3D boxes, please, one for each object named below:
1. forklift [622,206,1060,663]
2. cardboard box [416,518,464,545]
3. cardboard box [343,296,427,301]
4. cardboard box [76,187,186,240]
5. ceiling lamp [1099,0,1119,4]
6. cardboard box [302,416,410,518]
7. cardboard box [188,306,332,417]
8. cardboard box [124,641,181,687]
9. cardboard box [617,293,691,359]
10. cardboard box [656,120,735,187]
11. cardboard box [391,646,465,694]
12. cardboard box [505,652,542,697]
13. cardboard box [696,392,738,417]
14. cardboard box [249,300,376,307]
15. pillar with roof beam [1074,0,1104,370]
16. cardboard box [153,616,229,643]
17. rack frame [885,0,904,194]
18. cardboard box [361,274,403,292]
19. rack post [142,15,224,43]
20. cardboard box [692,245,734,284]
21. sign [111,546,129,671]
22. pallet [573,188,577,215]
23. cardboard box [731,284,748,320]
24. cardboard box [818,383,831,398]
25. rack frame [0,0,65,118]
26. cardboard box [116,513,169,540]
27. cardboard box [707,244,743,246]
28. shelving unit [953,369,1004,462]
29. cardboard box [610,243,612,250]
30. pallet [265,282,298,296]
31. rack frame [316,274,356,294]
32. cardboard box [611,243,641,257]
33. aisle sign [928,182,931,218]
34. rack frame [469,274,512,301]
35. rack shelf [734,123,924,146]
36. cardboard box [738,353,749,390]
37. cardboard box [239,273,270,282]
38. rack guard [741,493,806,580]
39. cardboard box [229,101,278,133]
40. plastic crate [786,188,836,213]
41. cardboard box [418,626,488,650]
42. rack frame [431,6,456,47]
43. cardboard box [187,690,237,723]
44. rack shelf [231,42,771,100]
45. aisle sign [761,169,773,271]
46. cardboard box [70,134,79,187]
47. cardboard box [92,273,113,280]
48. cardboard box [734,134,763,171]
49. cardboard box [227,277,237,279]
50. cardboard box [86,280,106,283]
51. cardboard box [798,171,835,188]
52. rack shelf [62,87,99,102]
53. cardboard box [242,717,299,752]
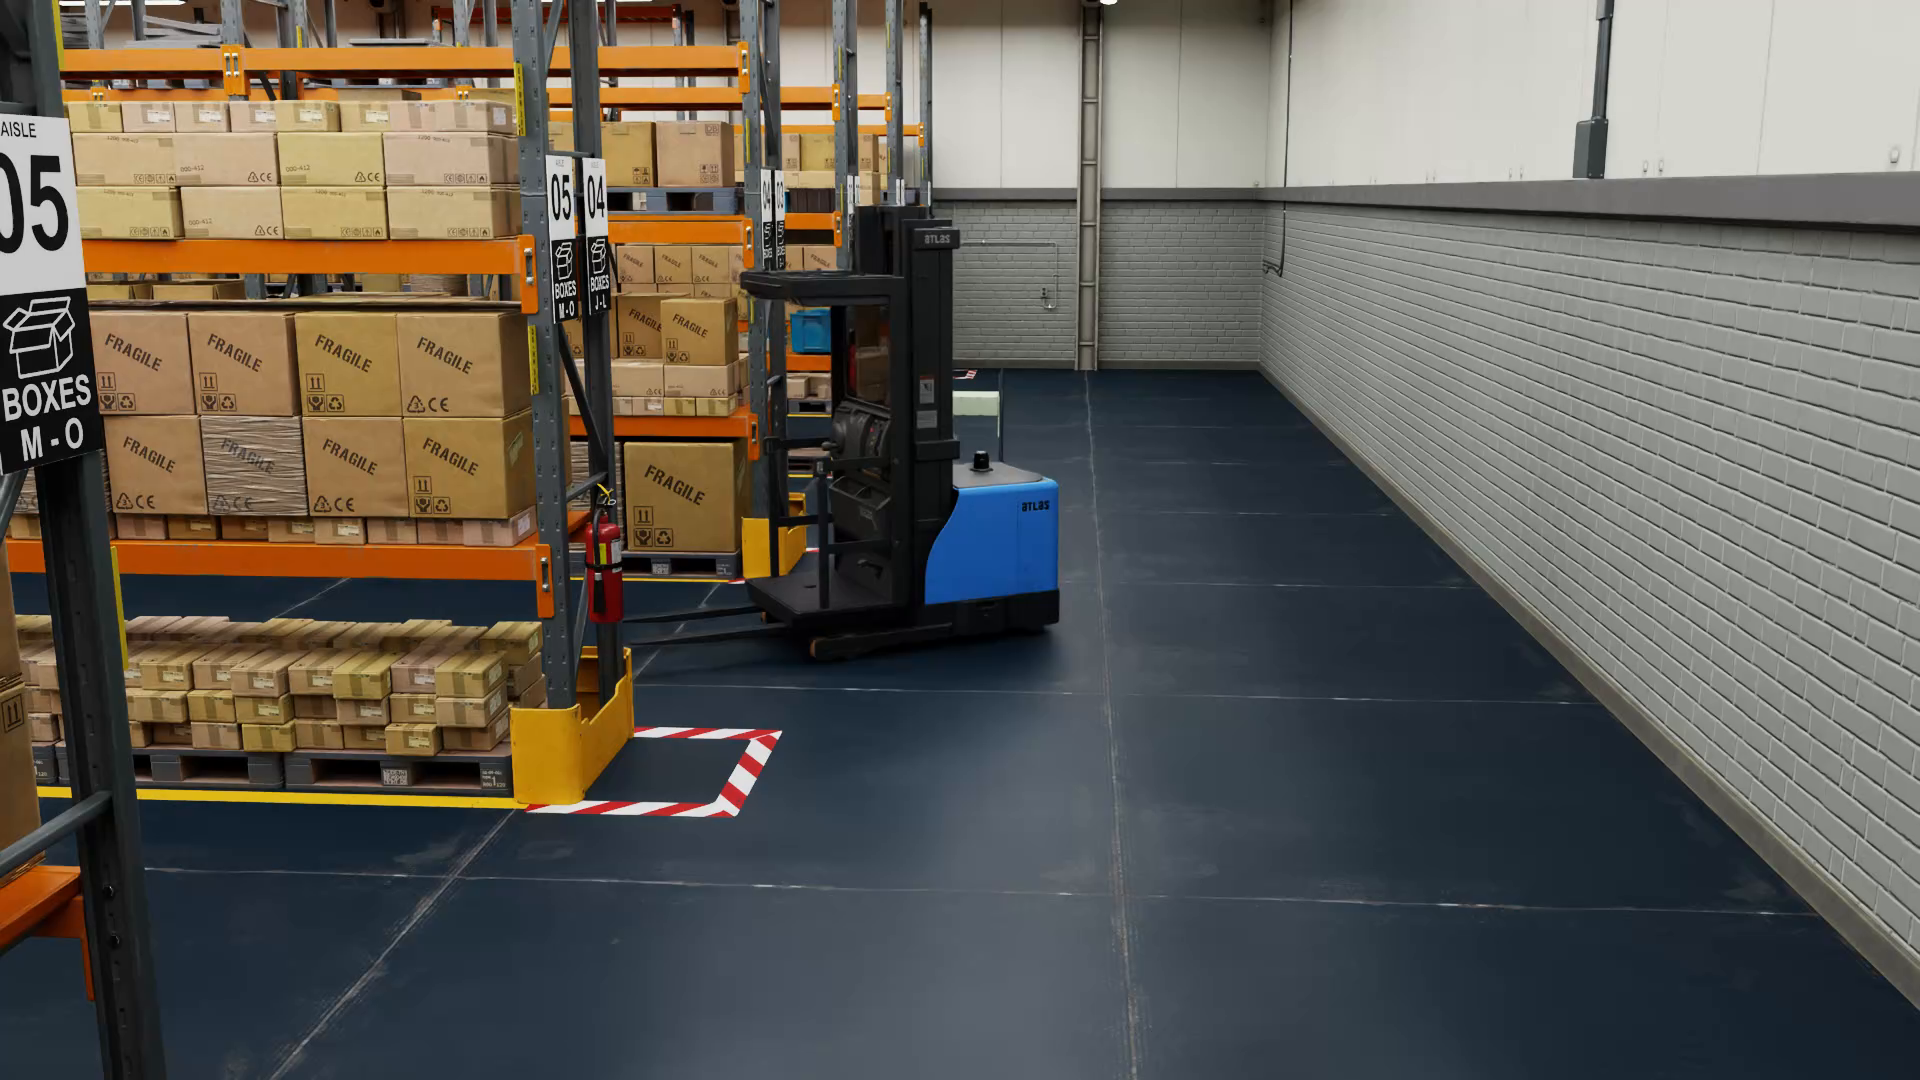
[{"bbox_3d":[-0.858,-0.752,11.204,3.031,2.935,1.130,-6,13,-25],"label":"forklift"},{"bbox_3d":[-2.572,-0.086,8.469,0.250,0.149,0.380,1,12,4],"label":"cardboard box"},{"bbox_3d":[-4.590,-1.690,13.331,0.500,0.500,0.500,1,12,4],"label":"cardboard box"},{"bbox_3d":[-3.989,-1.617,8.212,0.500,0.250,0.500,1,12,6],"label":"cardboard box"},{"bbox_3d":[1.952,-9.540,24.141,0.800,3.185,2.000,1,12,4],"label":"ceiling lamp"},{"bbox_3d":[-2.961,-0.408,8.421,0.500,0.500,0.500,1,12,3],"label":"cardboard box"},{"bbox_3d":[-3.481,-0.903,8.347,0.500,0.500,0.500,1,12,7],"label":"cardboard box"},{"bbox_3d":[-4.329,0.655,8.797,0.250,0.149,0.380,0,12,1],"label":"cardboard box"},{"bbox_3d":[-2.510,-1.771,13.718,0.500,0.500,0.500,0,12,2],"label":"cardboard box"},{"bbox_3d":[-2.073,-3.031,13.093,0.500,0.500,0.700,0,12,0],"label":"cardboard box"},{"bbox_3d":[-2.774,0.676,8.692,0.250,0.149,0.380,1,12,5],"label":"cardboard box"},{"bbox_3d":[-2.488,0.733,9.148,0.250,0.149,0.380,1,12,6],"label":"cardboard box"},{"bbox_3d":[-1.927,-1.078,13.210,0.250,0.149,0.380,1,12,5],"label":"cardboard box"},{"bbox_3d":[-3.434,-1.013,8.873,0.500,0.500,0.500,1,12,2],"label":"cardboard box"},{"bbox_3d":[1.907,-6.496,23.844,0.548,9.000,9.100,1,12,4],"label":"pillar with roof beam"},{"bbox_3d":[-4.295,0.547,9.312,0.250,0.149,0.380,0,12,2],"label":"cardboard box"},{"bbox_3d":[-0.884,-6.224,22.542,0.127,3.000,1.000,1,12,4],"label":"rack frame"},{"bbox_3d":[-8.231,-3.666,23.696,0.500,0.500,0.700,-3,12,-15],"label":"cardboard box"},{"bbox_3d":[-8.417,-5.583,18.220,0.986,0.289,0.624,1,12,4],"label":"rack post"},{"bbox_3d":[-3.396,-3.802,22.933,0.500,0.500,0.500,0,12,2],"label":"cardboard box"},{"bbox_3d":[-2.169,0.185,4.249,0.005,0.325,0.100,1,12,4],"label":"sign"},{"bbox_3d":[-3.512,-2.712,13.300,1.213,0.211,1.003,1,12,4],"label":"pallet"},{"bbox_3d":[-2.868,-3.308,23.012,0.500,0.500,0.500,1,12,3],"label":"cardboard box"},{"bbox_3d":[-1.841,-2.097,23.311,0.250,0.166,0.380,1,12,4],"label":"cardboard box"},{"bbox_3d":[-2.212,-2.175,3.190,0.127,3.000,1.000,1,12,4],"label":"rack frame"},{"bbox_3d":[-4.125,-0.110,8.583,0.250,0.149,0.380,1,12,6],"label":"cardboard box"},{"bbox_3d":[-3.339,-3.913,23.461,0.500,0.500,0.500,1,12,4],"label":"cardboard box"},{"bbox_3d":[-0.007,-0.734,14.615,0.755,1.500,0.431,1,12,4],"label":"shelving unit"},{"bbox_3d":[-6.050,-4.895,27.994,0.500,0.250,0.500,1,12,5],"label":"cardboard box"},{"bbox_3d":[-11.777,-4.329,28.607,1.213,0.211,1.003,1,12,4],"label":"pallet"},{"bbox_3d":[-8.867,-3.397,23.680,0.127,3.000,1.000,1,12,4],"label":"rack frame"},{"bbox_3d":[-5.541,-4.888,27.961,0.500,0.250,0.500,1,12,5],"label":"cardboard box"},{"bbox_3d":[-0.505,-5.509,27.431,0.004,0.787,0.394,1,12,4],"label":"aisle sign"},{"bbox_3d":[-5.210,-2.330,18.581,0.127,3.000,1.000,1,12,4],"label":"rack frame"},{"bbox_3d":[-2.553,-6.715,27.626,4.000,0.370,1.077,1,12,4],"label":"rack shelf"},{"bbox_3d":[-2.011,-1.397,13.762,0.500,0.250,0.500,0,12,2],"label":"cardboard box"},{"bbox_3d":[-12.025,-4.714,28.658,0.500,0.500,0.700,1,12,4],"label":"cardboard box"},{"bbox_3d":[-1.526,-0.040,13.737,0.348,0.500,1.175,1,12,4],"label":"rack guard"},{"bbox_3d":[-3.349,-2.055,8.111,0.250,0.149,0.380,1,12,2],"label":"cardboard box"},{"bbox_3d":[-1.585,-3.742,18.323,0.590,0.269,0.497,1,12,4],"label":"plastic crate"},{"bbox_3d":[-2.766,0.591,9.099,0.250,0.149,0.380,1,12,5],"label":"cardboard box"},{"bbox_3d":[-8.539,-7.345,27.904,0.127,3.000,1.000,1,12,4],"label":"rack frame"},{"bbox_3d":[-3.819,0.825,8.707,0.250,0.149,0.380,1,12,7],"label":"cardboard box"},{"bbox_3d":[-3.546,-3.679,13.113,4.000,0.370,1.077,1,12,4],"label":"rack shelf"},{"bbox_3d":[-1.498,-2.474,12.918,0.004,0.787,0.394,1,12,4],"label":"aisle sign"},{"bbox_3d":[-4.511,-1.873,8.214,0.500,0.250,0.500,1,12,5],"label":"cardboard box"},{"bbox_3d":[-14.542,-4.732,28.549,0.500,0.500,0.500,1,12,6],"label":"cardboard box"},{"bbox_3d":[-2.890,-5.332,22.922,0.500,0.500,0.700,1,12,4],"label":"cardboard box"},{"bbox_3d":[-12.985,-4.450,29.033,0.500,0.250,0.500,1,12,4],"label":"cardboard box"},{"bbox_3d":[-7.484,-1.882,13.746,0.637,0.503,0.797,1,12,6],"label":"cardboard box"},{"bbox_3d":[-1.913,-4.888,22.631,0.500,0.250,0.500,1,12,4],"label":"cardboard box"},{"bbox_3d":[-11.197,-4.801,18.474,4.000,0.370,1.077,1,12,4],"label":"rack shelf"},{"bbox_3d":[-3.549,0.978,8.703,0.250,0.149,0.380,0,12,1],"label":"cardboard box"}]
